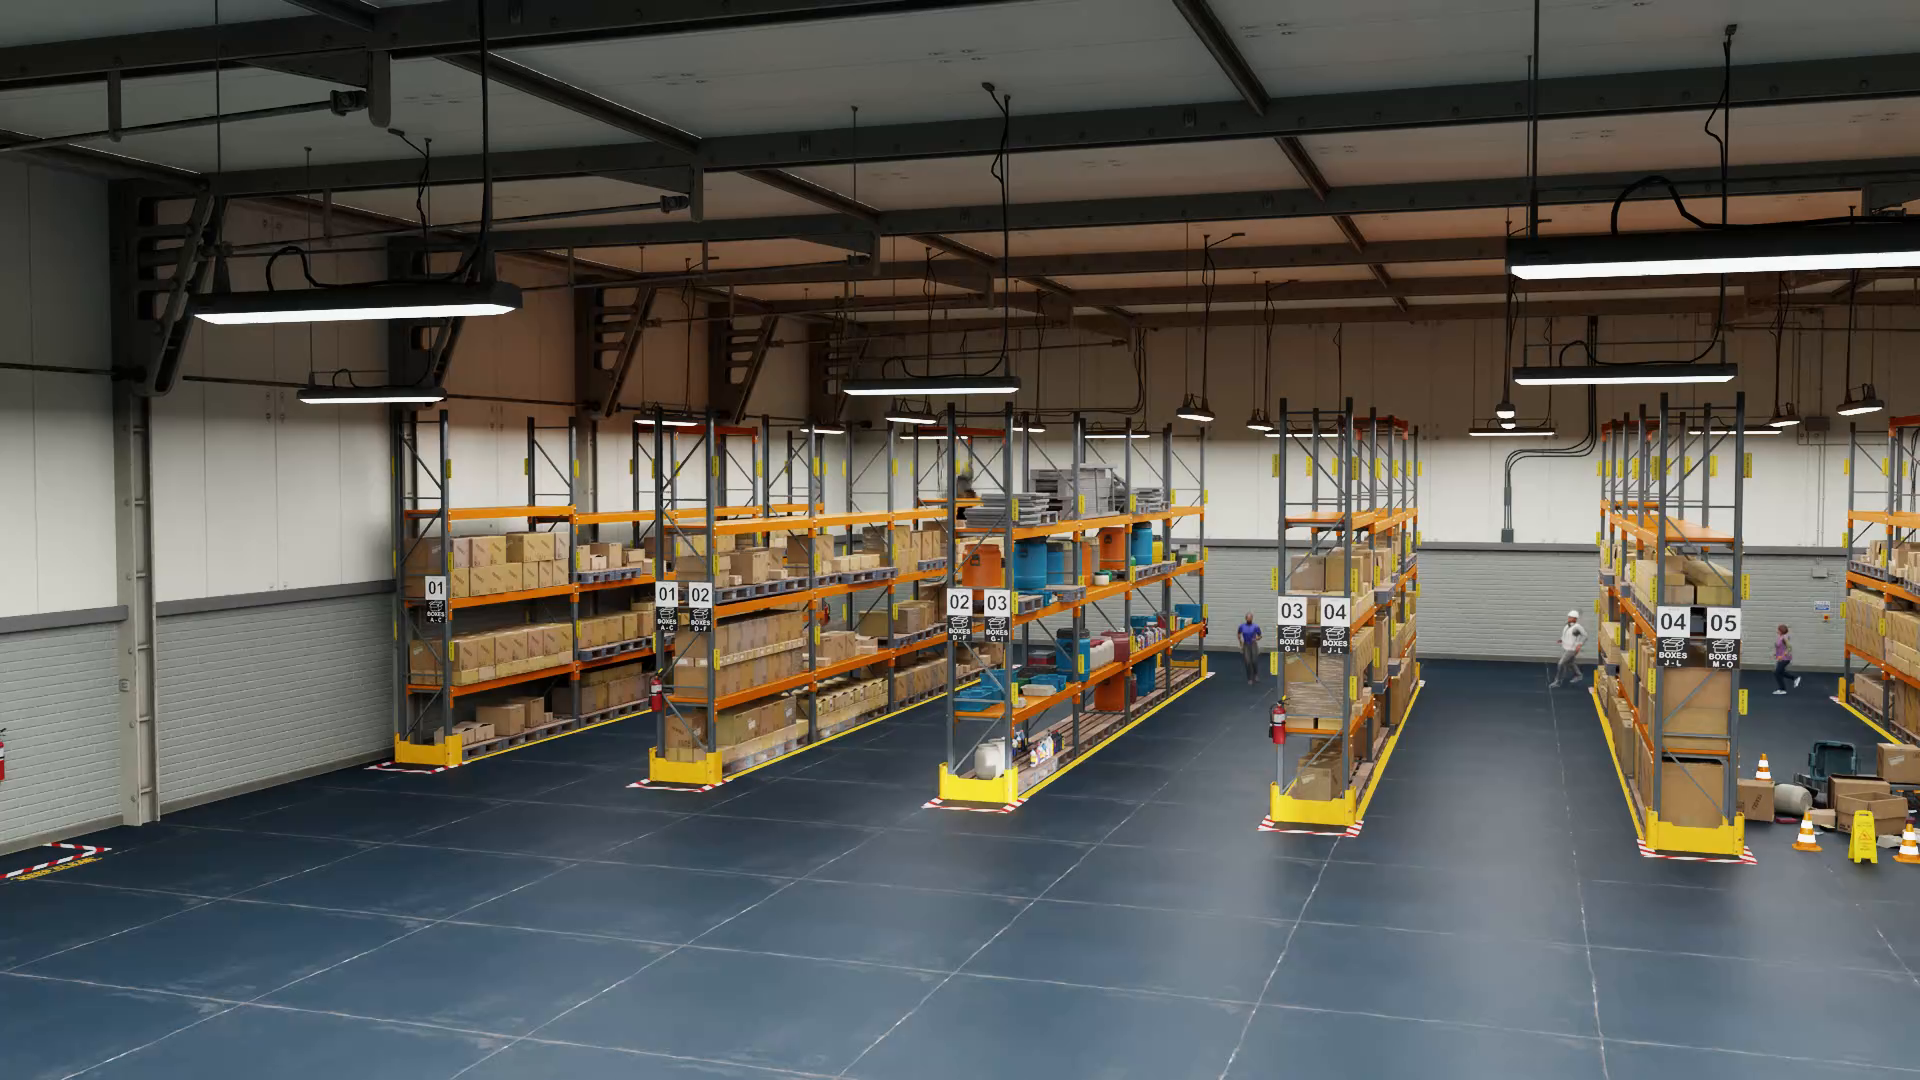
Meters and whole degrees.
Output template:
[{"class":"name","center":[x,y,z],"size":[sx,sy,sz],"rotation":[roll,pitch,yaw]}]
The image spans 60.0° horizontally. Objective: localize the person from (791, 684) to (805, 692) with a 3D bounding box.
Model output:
[{"class":"person","center":[-3.305,2.691,34.076],"size":[0.643,1.682,0.603],"rotation":[1,3,16]}]

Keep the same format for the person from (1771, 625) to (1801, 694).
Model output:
[{"class":"person","center":[18.358,2.654,36.881],"size":[0.598,1.554,0.522],"rotation":[0,2,11]}]

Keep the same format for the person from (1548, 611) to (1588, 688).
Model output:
[{"class":"person","center":[13.927,2.495,37.975],"size":[0.881,1.781,0.730],"rotation":[0,2,-6]}]

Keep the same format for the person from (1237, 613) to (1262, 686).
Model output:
[{"class":"person","center":[6.731,2.527,38.655],"size":[0.587,1.648,0.805],"rotation":[1,3,13]}]
